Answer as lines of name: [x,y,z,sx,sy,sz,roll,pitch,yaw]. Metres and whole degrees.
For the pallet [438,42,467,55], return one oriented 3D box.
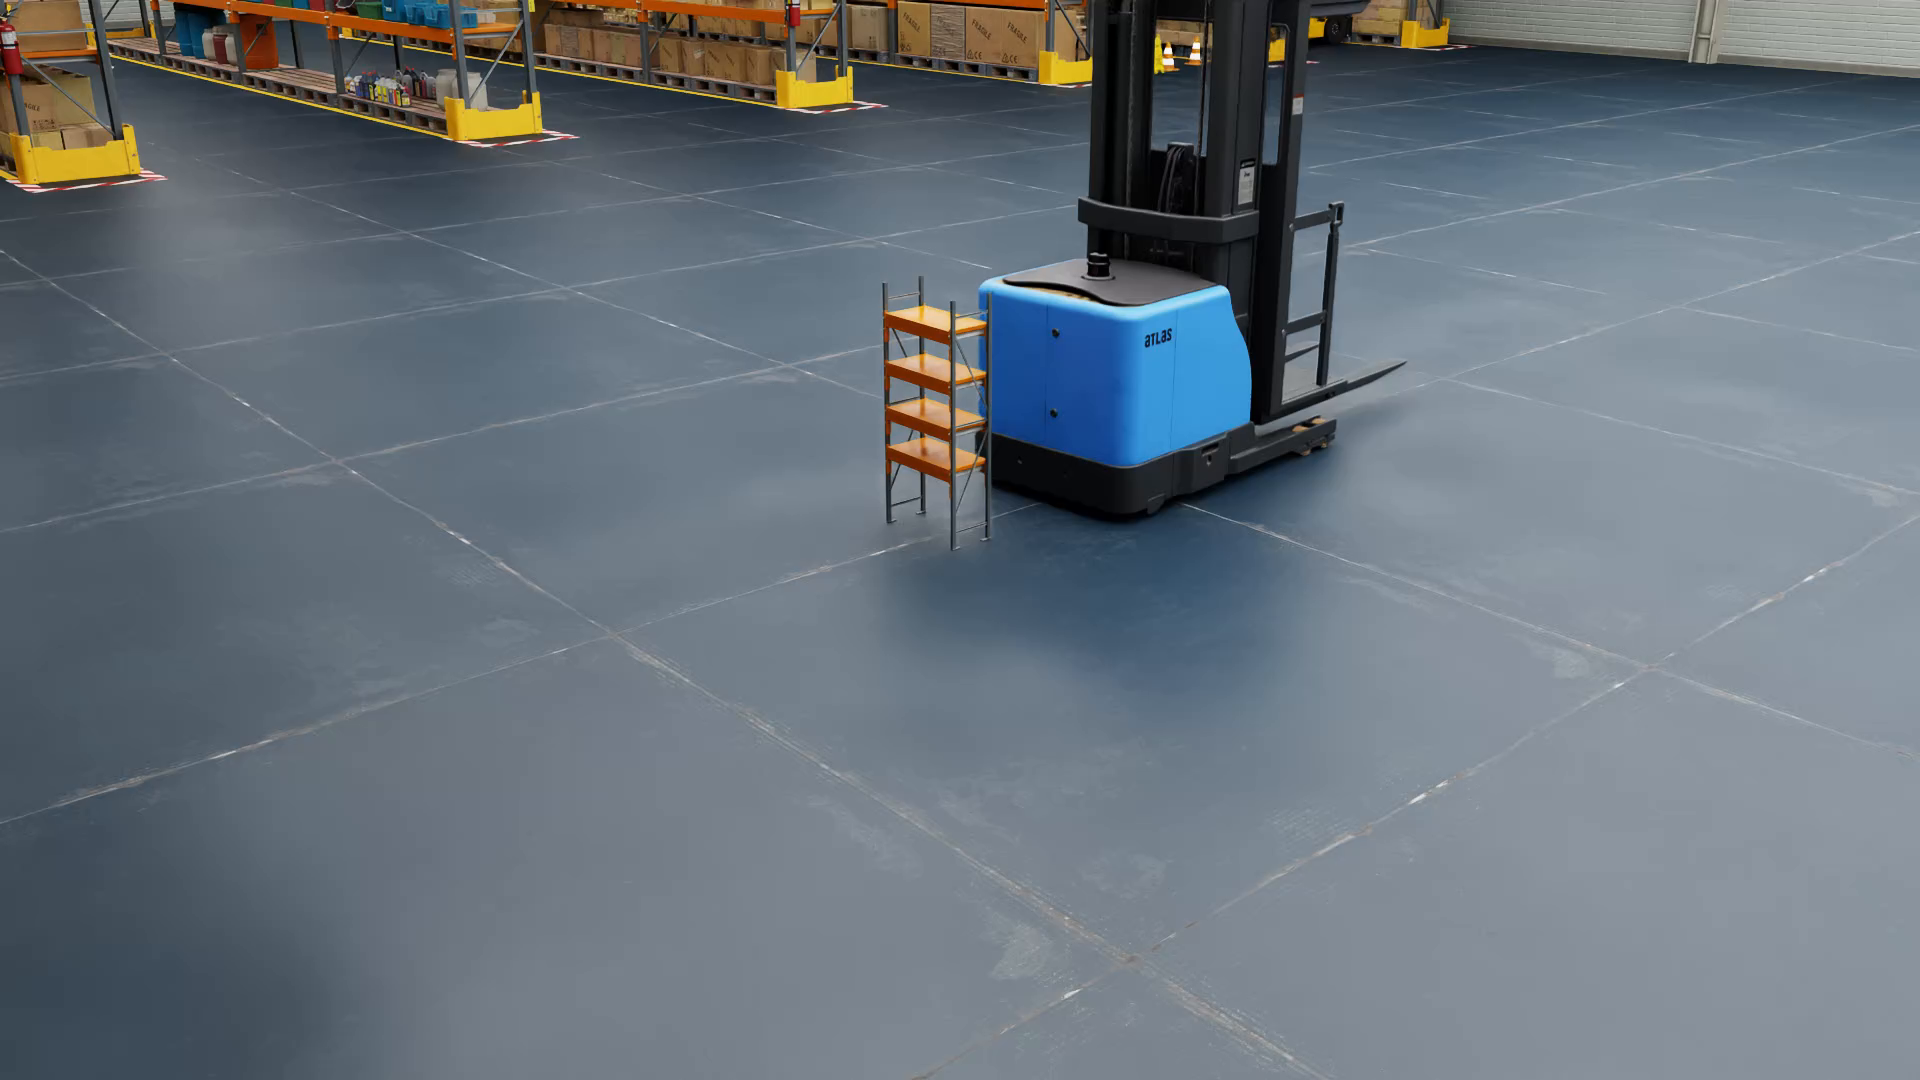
pallet: [-9.318,-9.521,32.004,1.003,0.211,1.213,-17,27,-37]

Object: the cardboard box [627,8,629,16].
cardboard box: [-6.965,-11.420,35.953,0.380,0.149,0.250,-17,27,-37]

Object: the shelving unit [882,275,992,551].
shelving unit: [-0.108,-0.604,7.882,0.258,1.200,0.503,-17,27,-37]

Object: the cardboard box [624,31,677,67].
cardboard box: [-5.041,-8.020,27.172,0.500,0.500,0.700,20,29,41]

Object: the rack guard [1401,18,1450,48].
rack guard: [9.235,-10.071,33.011,1.175,0.500,0.348,-17,27,-37]

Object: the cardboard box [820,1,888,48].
cardboard box: [-1.933,-9.523,30.694,1.050,0.750,0.750,-17,27,-37]

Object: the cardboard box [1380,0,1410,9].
cardboard box: [8.683,-10.675,32.950,0.500,0.250,0.500,-16,27,-36]

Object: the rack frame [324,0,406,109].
rack frame: [-8.409,-7.626,23.340,1.000,3.000,0.127,-17,27,-37]

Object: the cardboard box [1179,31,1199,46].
cardboard box: [4.398,-9.278,30.754,0.500,0.250,0.500,-17,27,-37]

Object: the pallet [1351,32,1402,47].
pallet: [8.689,-10.144,33.594,1.003,0.211,1.213,-17,27,-37]

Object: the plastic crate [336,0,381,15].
plastic crate: [-8.164,-7.422,22.905,0.767,0.338,0.504,-17,27,-37]

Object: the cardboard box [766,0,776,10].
cardboard box: [-2.551,-7.681,23.827,0.380,0.149,0.250,-17,27,-37]

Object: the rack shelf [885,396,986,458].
rack shelf: [-0.108,-0.542,7.907,0.258,0.148,0.480,-17,27,-37]

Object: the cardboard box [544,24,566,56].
cardboard box: [-6.815,-8.770,29.087,0.700,0.500,0.500,-19,28,-40]

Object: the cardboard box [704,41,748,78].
cardboard box: [-3.582,-7.407,25.634,0.500,0.500,0.500,19,29,40]

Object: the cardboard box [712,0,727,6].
cardboard box: [-3.447,-8.002,24.645,0.380,0.149,0.250,-17,27,-37]

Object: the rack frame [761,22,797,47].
rack frame: [-3.444,-11.063,32.116,1.000,3.000,0.127,-17,27,-37]

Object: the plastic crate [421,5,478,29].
plastic crate: [-6.351,-6.518,20.717,0.499,0.251,0.616,-17,27,-37]

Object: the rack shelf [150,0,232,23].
rack shelf: [-12.326,-8.948,27.704,1.077,0.370,4.000,-17,27,-37]

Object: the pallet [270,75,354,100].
pallet: [-9.752,-6.872,25.240,1.003,0.211,1.213,-17,27,-37]

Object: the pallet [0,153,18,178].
pallet: [-10.084,-4.245,18.533,1.003,0.211,1.213,-17,27,-37]

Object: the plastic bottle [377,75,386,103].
plastic bottle: [-7.796,-6.106,22.489,0.144,0.351,0.185,-18,27,-38]

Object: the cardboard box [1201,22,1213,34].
cardboard box: [4.741,-9.482,30.247,0.500,0.500,0.500,-17,27,-37]

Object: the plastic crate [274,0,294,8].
plastic crate: [-9.760,-7.941,24.436,0.450,0.188,0.662,-17,27,-37]

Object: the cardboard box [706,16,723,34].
cardboard box: [-4.765,-10.500,33.532,0.500,0.500,0.500,-19,28,-40]

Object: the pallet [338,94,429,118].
pallet: [-8.002,-6.132,23.350,1.003,0.211,1.213,-17,27,-37]

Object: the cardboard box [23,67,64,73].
cardboard box: [-10.712,-5.223,19.372,0.500,0.500,0.500,-17,27,-37]

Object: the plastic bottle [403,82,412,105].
plastic bottle: [-7.392,-5.965,22.222,0.061,0.283,0.133,-17,27,-37]

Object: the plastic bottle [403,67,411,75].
plastic bottle: [-7.770,-6.488,23.464,0.144,0.351,0.185,-18,28,-39]

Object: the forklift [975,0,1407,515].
forklift: [1.457,-1.940,8.918,1.130,2.935,3.031,19,28,40]

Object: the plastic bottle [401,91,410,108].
plastic bottle: [-7.329,-5.825,21.978,0.097,0.201,0.097,0,21,0]

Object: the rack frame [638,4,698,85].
rack frame: [-4.657,-8.805,26.351,1.000,3.000,0.127,-17,27,-37]

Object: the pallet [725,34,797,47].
pallet: [-3.953,-9.980,33.176,1.003,0.211,1.213,-17,27,-37]

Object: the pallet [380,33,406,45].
pallet: [-11.116,-10.282,33.947,1.003,0.211,1.213,-17,27,-37]

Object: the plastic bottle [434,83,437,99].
plastic bottle: [-7.167,-6.208,22.860,0.097,0.271,0.097,0,21,0]

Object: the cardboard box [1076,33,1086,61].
cardboard box: [2.397,-8.779,29.708,0.637,0.503,0.797,3,22,9]

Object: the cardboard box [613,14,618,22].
cardboard box: [-7.364,-11.437,36.405,0.380,0.149,0.250,-17,27,-36]

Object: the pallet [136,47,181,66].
pallet: [-14.140,-8.731,29.987,1.003,0.211,1.213,-17,27,-37]

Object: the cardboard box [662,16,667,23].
cardboard box: [-6.223,-11.286,36.020,0.380,0.149,0.250,-16,27,-36]

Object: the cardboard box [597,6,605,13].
cardboard box: [-7.826,-11.791,36.899,0.380,0.149,0.250,-19,28,-40]

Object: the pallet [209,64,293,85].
pallet: [-11.566,-7.640,27.201,1.003,0.211,1.213,-17,27,-37]

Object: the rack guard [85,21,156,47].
rack guard: [-16.268,-9.781,32.270,1.175,0.500,0.348,-17,27,-37]

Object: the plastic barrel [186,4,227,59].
plastic barrel: [-12.827,-8.704,28.396,0.600,0.901,0.708,-17,27,-37]

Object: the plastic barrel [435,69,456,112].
plastic barrel: [-6.613,-5.860,21.667,0.421,0.512,0.421,0,21,0]

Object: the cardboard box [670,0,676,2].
cardboard box: [-4.237,-8.355,25.548,0.380,0.149,0.250,-17,27,-37]

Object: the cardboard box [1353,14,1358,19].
cardboard box: [7.993,-10.728,33.771,0.500,0.250,0.500,-18,28,-39]

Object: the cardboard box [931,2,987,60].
cardboard box: [0.115,-8.725,28.485,0.875,0.875,0.875,-17,27,-37]

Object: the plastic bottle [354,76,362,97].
plastic bottle: [-8.301,-6.287,23.054,0.152,0.276,0.135,-16,27,-36]

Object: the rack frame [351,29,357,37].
rack frame: [-12.490,-12.120,34.815,1.000,3.000,0.127,-17,27,-37]

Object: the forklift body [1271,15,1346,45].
forklift body: [6.600,-10.936,32.955,2.313,2.155,1.214,-17,27,-37]
